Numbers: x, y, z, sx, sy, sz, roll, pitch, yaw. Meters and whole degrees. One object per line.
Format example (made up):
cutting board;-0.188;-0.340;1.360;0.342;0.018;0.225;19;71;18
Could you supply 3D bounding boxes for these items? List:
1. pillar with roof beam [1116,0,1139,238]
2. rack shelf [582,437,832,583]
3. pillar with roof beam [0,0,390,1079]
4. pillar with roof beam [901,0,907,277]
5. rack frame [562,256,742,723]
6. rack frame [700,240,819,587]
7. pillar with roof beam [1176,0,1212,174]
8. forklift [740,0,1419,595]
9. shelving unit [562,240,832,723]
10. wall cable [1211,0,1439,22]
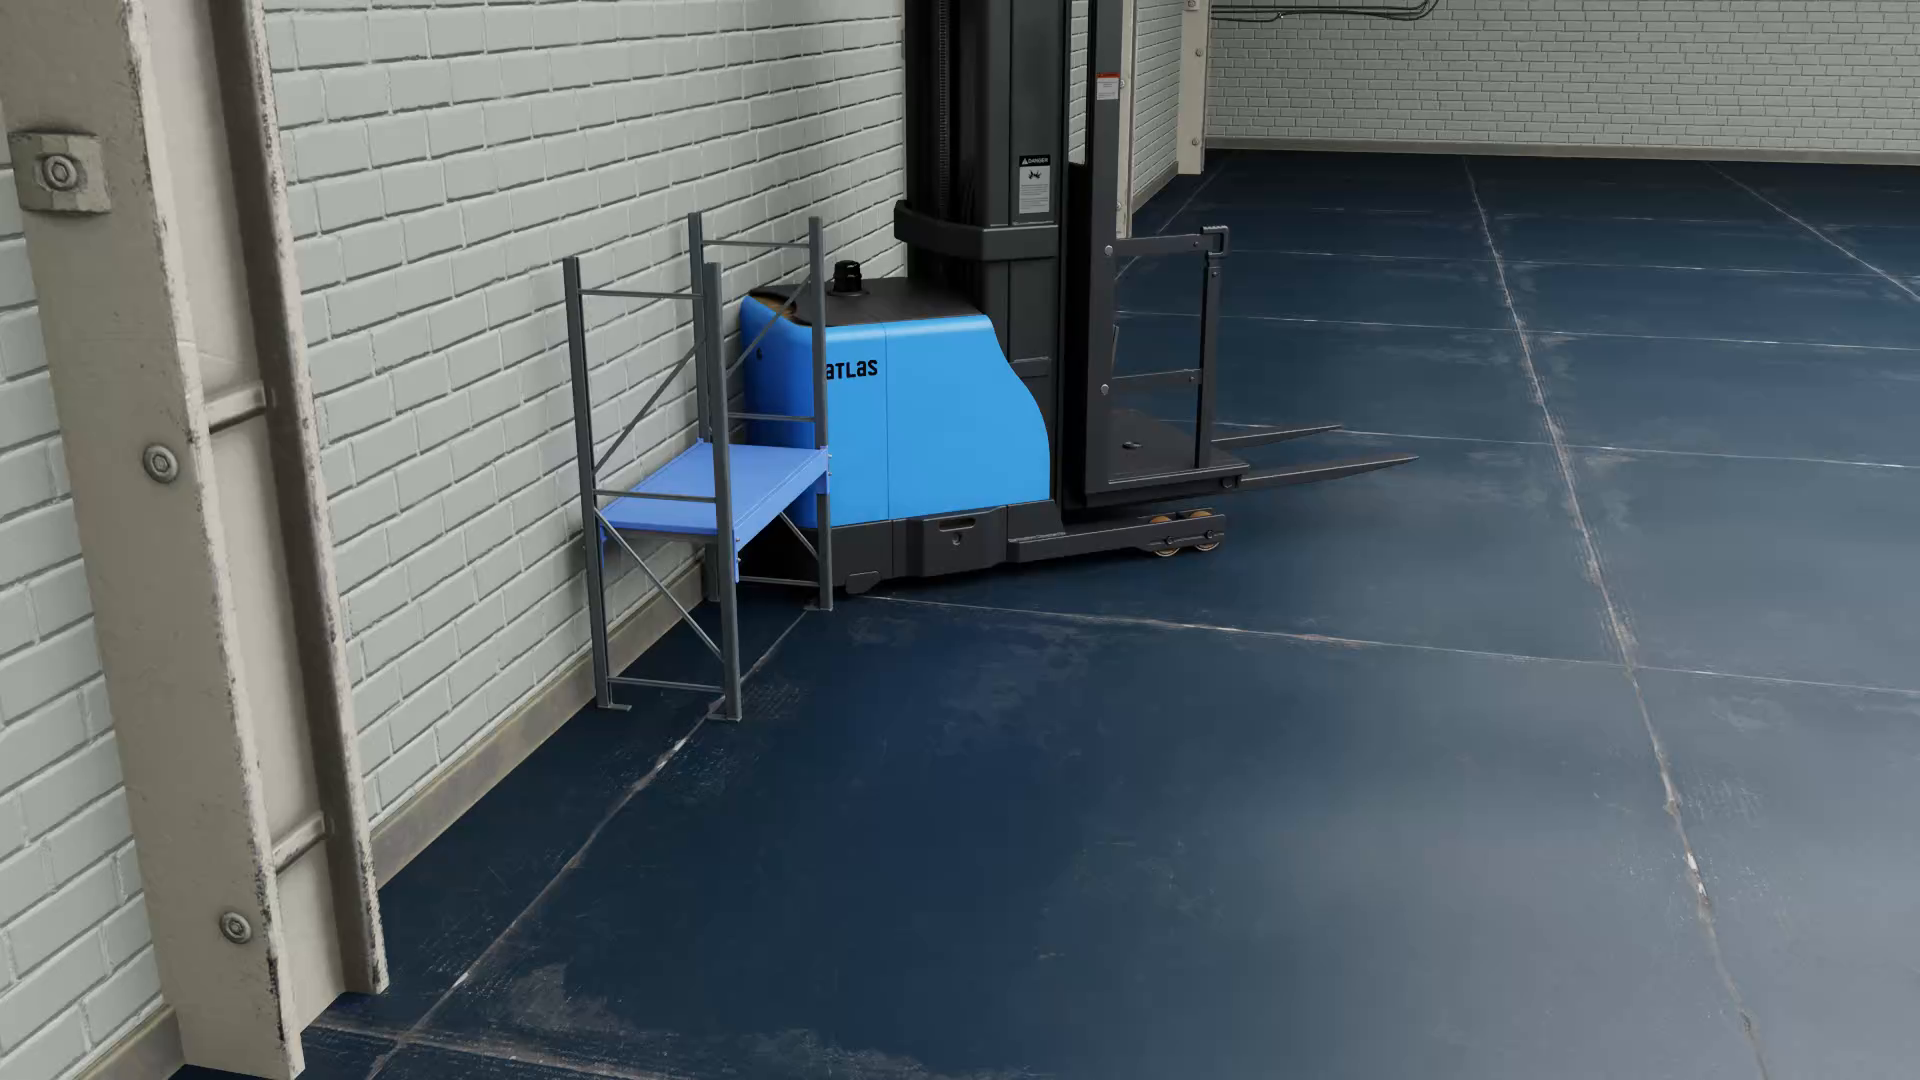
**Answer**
pillar with roof beam;5.526;-6.555;12.458;9.100;9.000;0.400;5;19;13
rack shelf;-0.850;-0.125;5.790;0.538;0.185;1.000;4;19;12
pillar with roof beam;2.594;-2.794;1.446;9.100;9.000;0.400;5;19;13
pillar with roof beam;4.060;-4.675;6.952;9.100;9.000;0.400;5;19;13
rack frame;-0.964;-0.135;5.263;0.500;1.500;0.032;4;19;12
rack frame;-0.738;-0.455;6.201;0.475;1.308;0.013;4;19;12
pillar with roof beam;6.992;-8.436;17.964;9.100;9.000;0.400;5;19;13
forklift;0.581;-1.466;6.944;3.031;2.935;1.130;-8;20;-21
shelving unit;-0.851;-0.294;5.727;0.538;1.500;1.039;4;19;12
wall cable;4.819;-8.125;21.859;3.097;2.526;0.112;5;19;13
